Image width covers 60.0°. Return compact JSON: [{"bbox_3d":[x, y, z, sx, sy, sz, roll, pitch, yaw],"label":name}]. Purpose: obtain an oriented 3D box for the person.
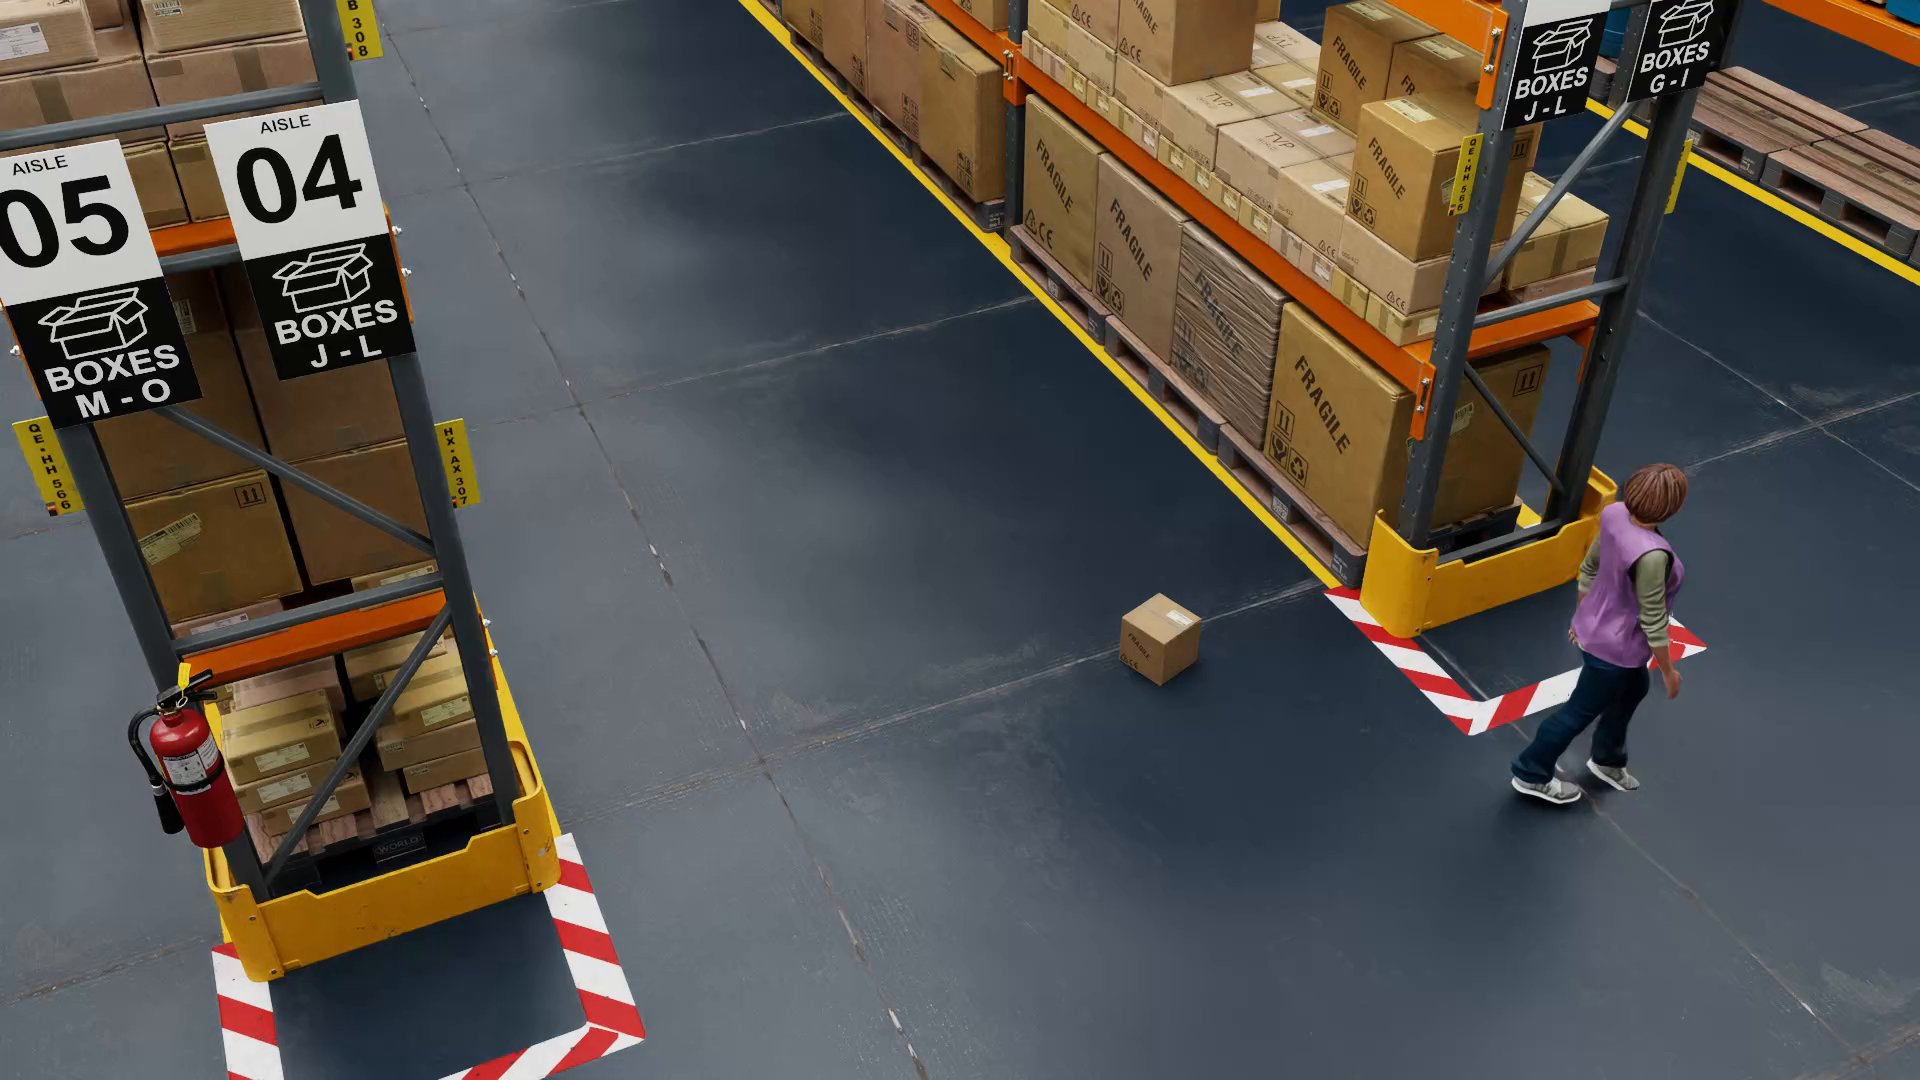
[{"bbox_3d":[2.519,0.416,6.343,0.572,1.651,0.458,2,38,2],"label":"person"}]
